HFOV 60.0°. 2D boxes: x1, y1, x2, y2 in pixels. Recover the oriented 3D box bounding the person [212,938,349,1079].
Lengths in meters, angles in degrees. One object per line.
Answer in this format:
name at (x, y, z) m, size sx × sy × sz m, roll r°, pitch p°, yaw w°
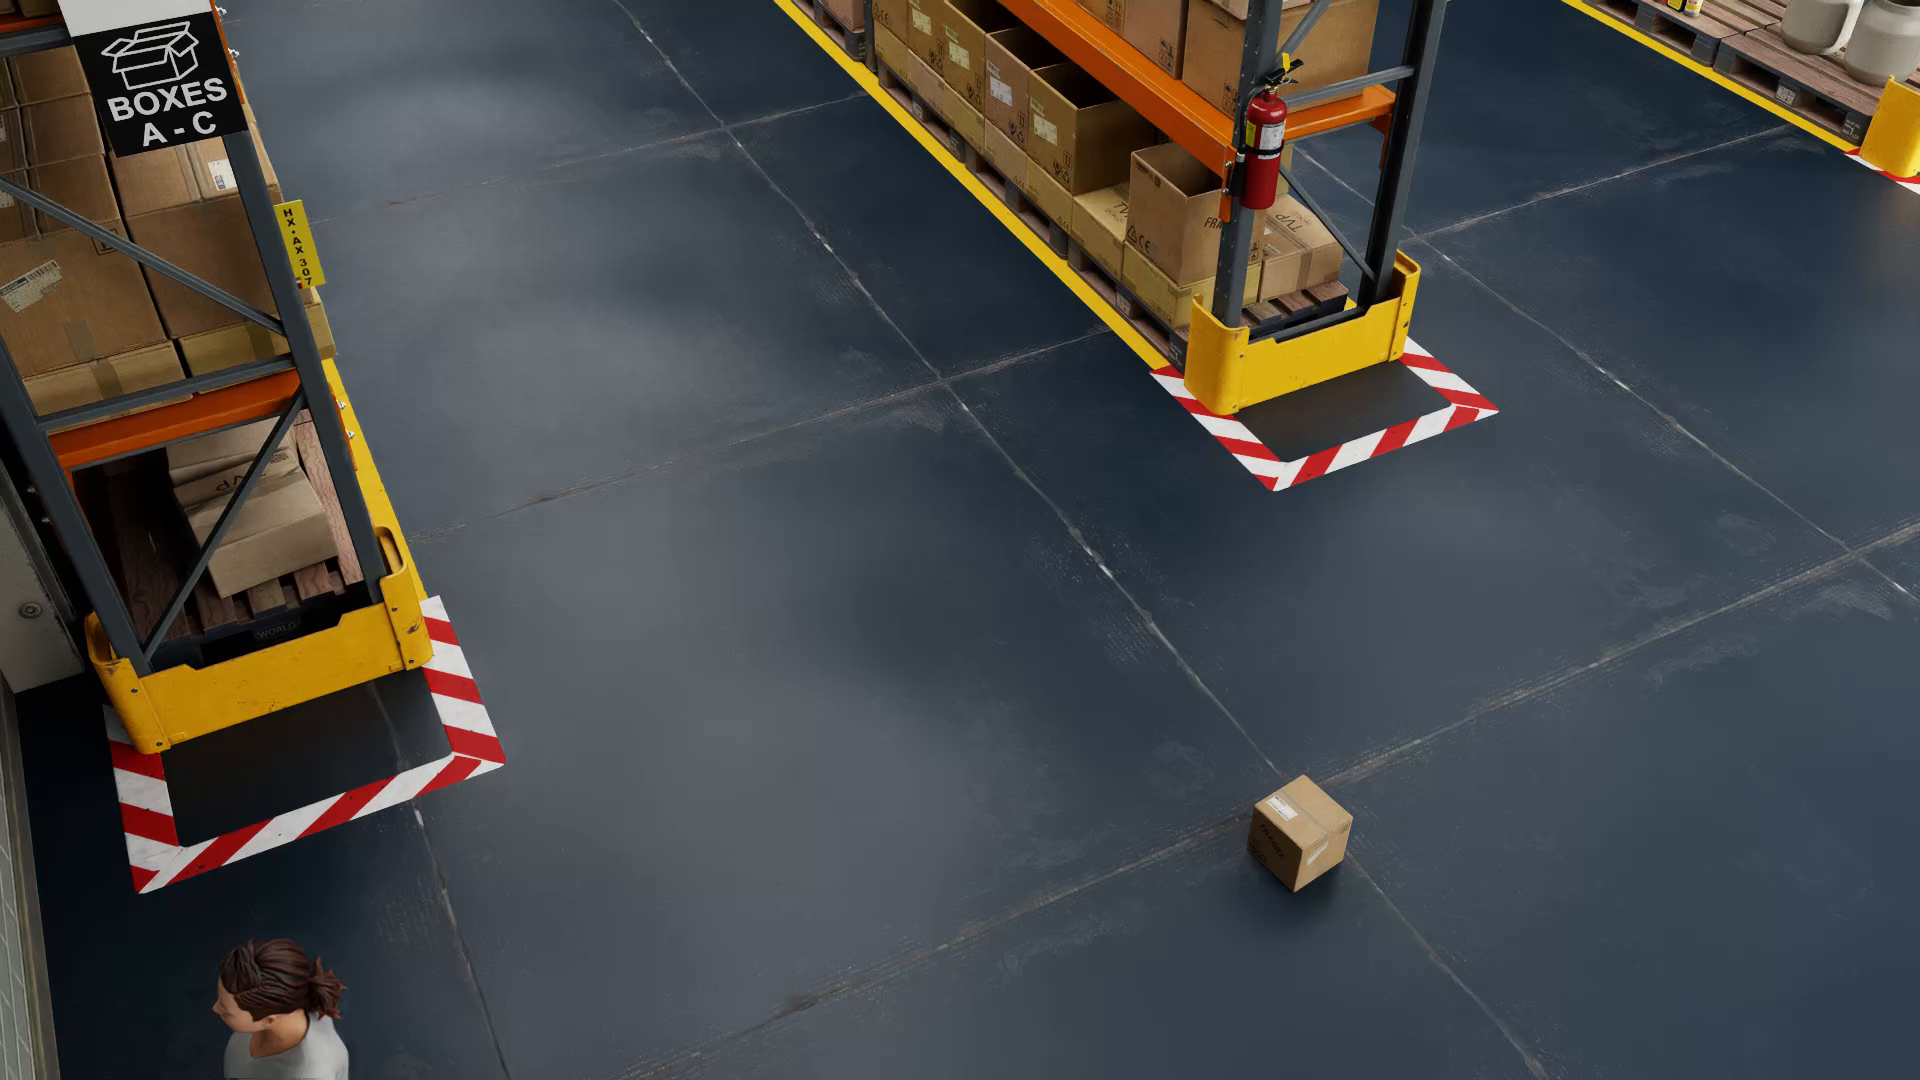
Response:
person at (-1.688, 1.600, 4.350) m, size 0.989 × 1.624 × 0.454 m, roll -25°, pitch 47°, yaw -26°
